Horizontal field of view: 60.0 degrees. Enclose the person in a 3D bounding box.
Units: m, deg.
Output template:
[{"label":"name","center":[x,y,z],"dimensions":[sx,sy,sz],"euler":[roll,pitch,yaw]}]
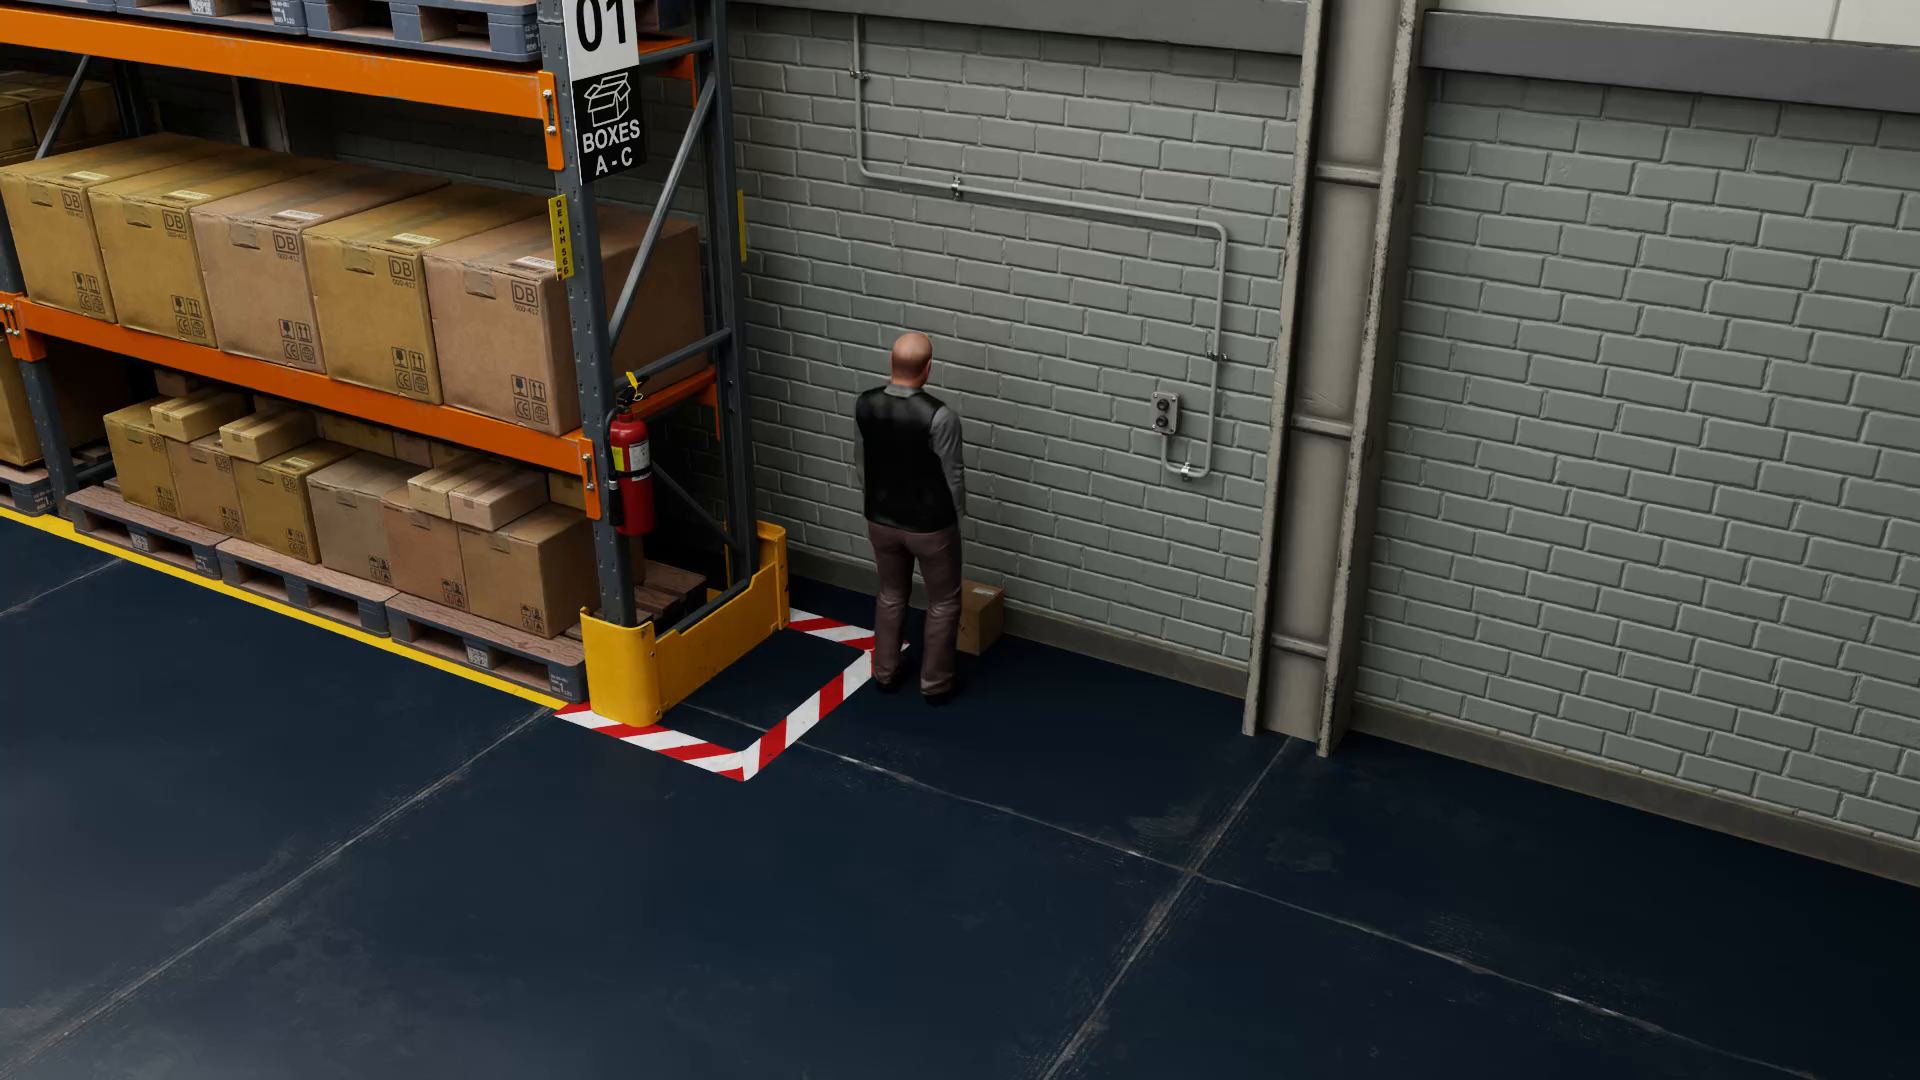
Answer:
[{"label":"person","center":[-0.221,-0.086,7.343],"dimensions":[0.540,1.705,0.359],"euler":[14,29,25]}]
